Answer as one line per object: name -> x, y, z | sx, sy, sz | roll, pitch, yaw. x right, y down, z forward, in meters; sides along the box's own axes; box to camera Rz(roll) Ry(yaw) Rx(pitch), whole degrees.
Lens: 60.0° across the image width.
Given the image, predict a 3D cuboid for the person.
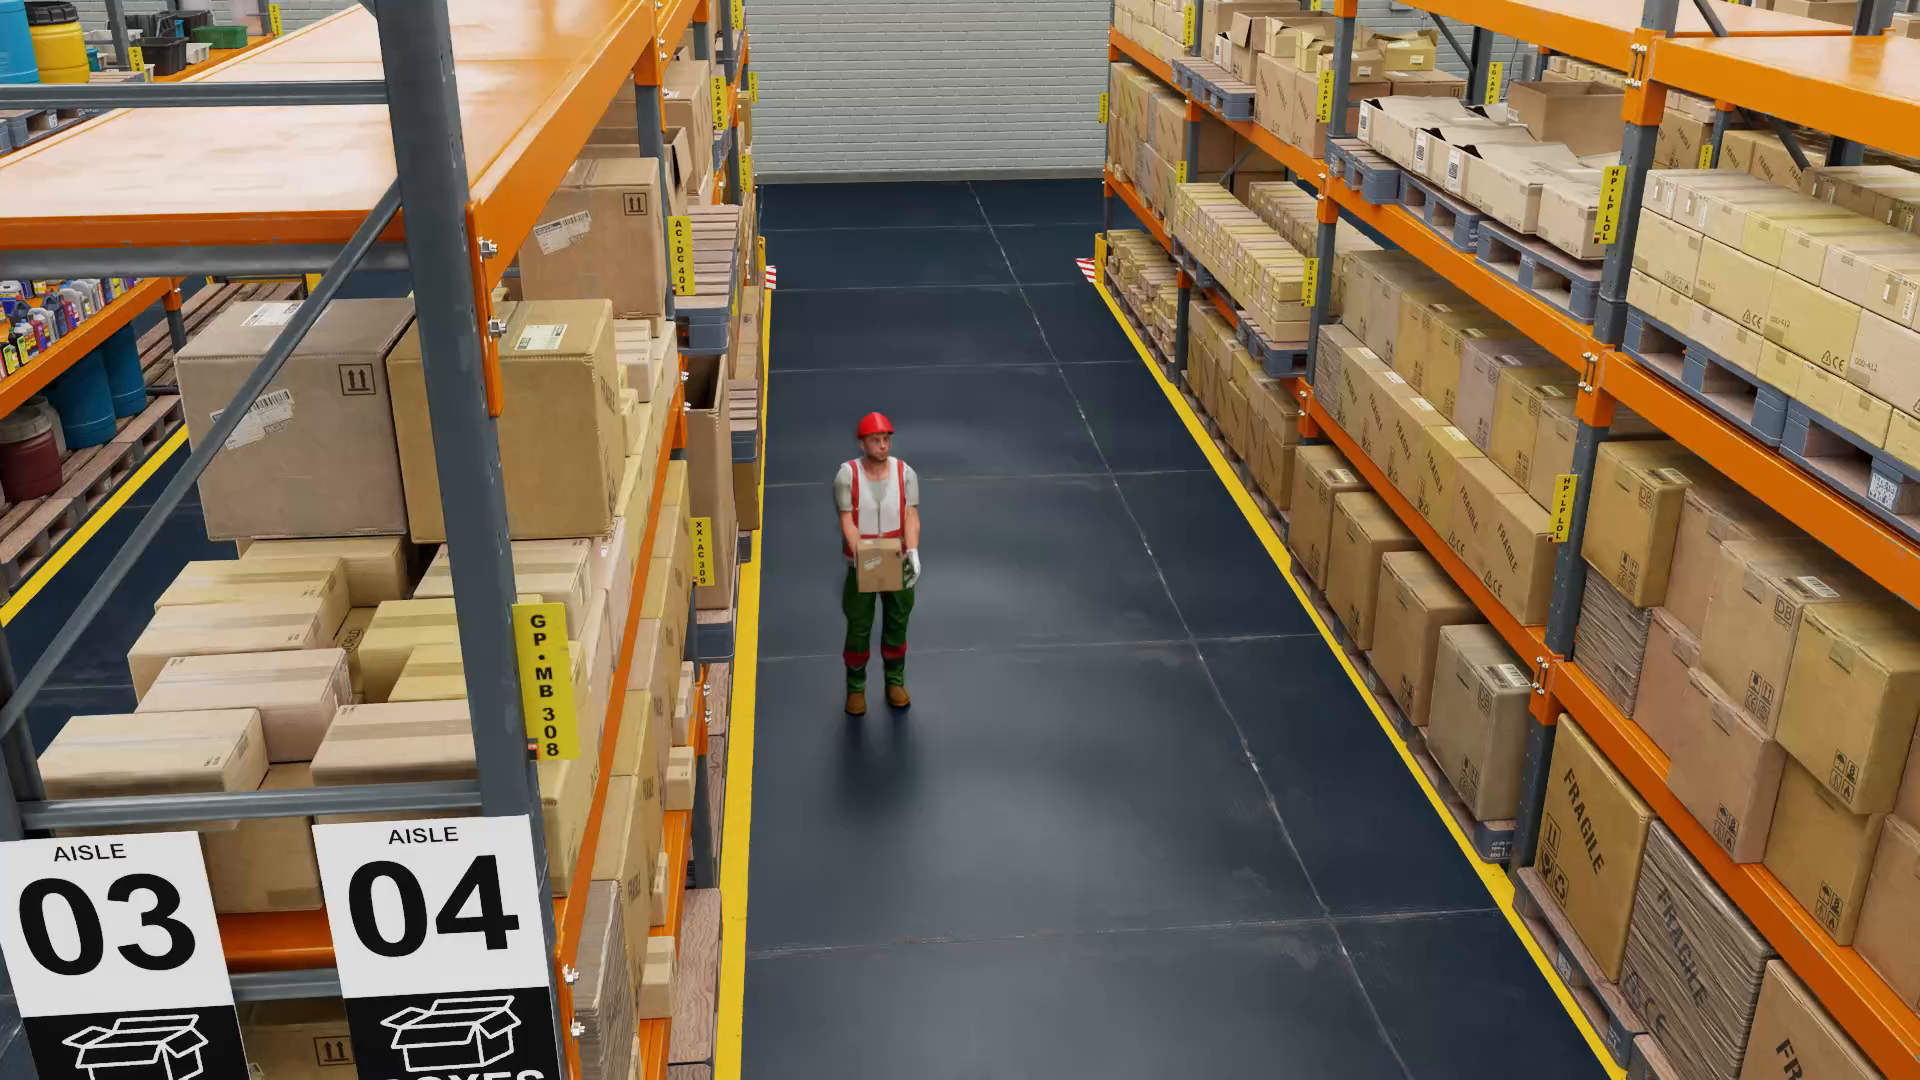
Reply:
person -> -0.462, 0.157, 9.703 | 0.534, 1.793, 0.546 | -9, 25, -19
